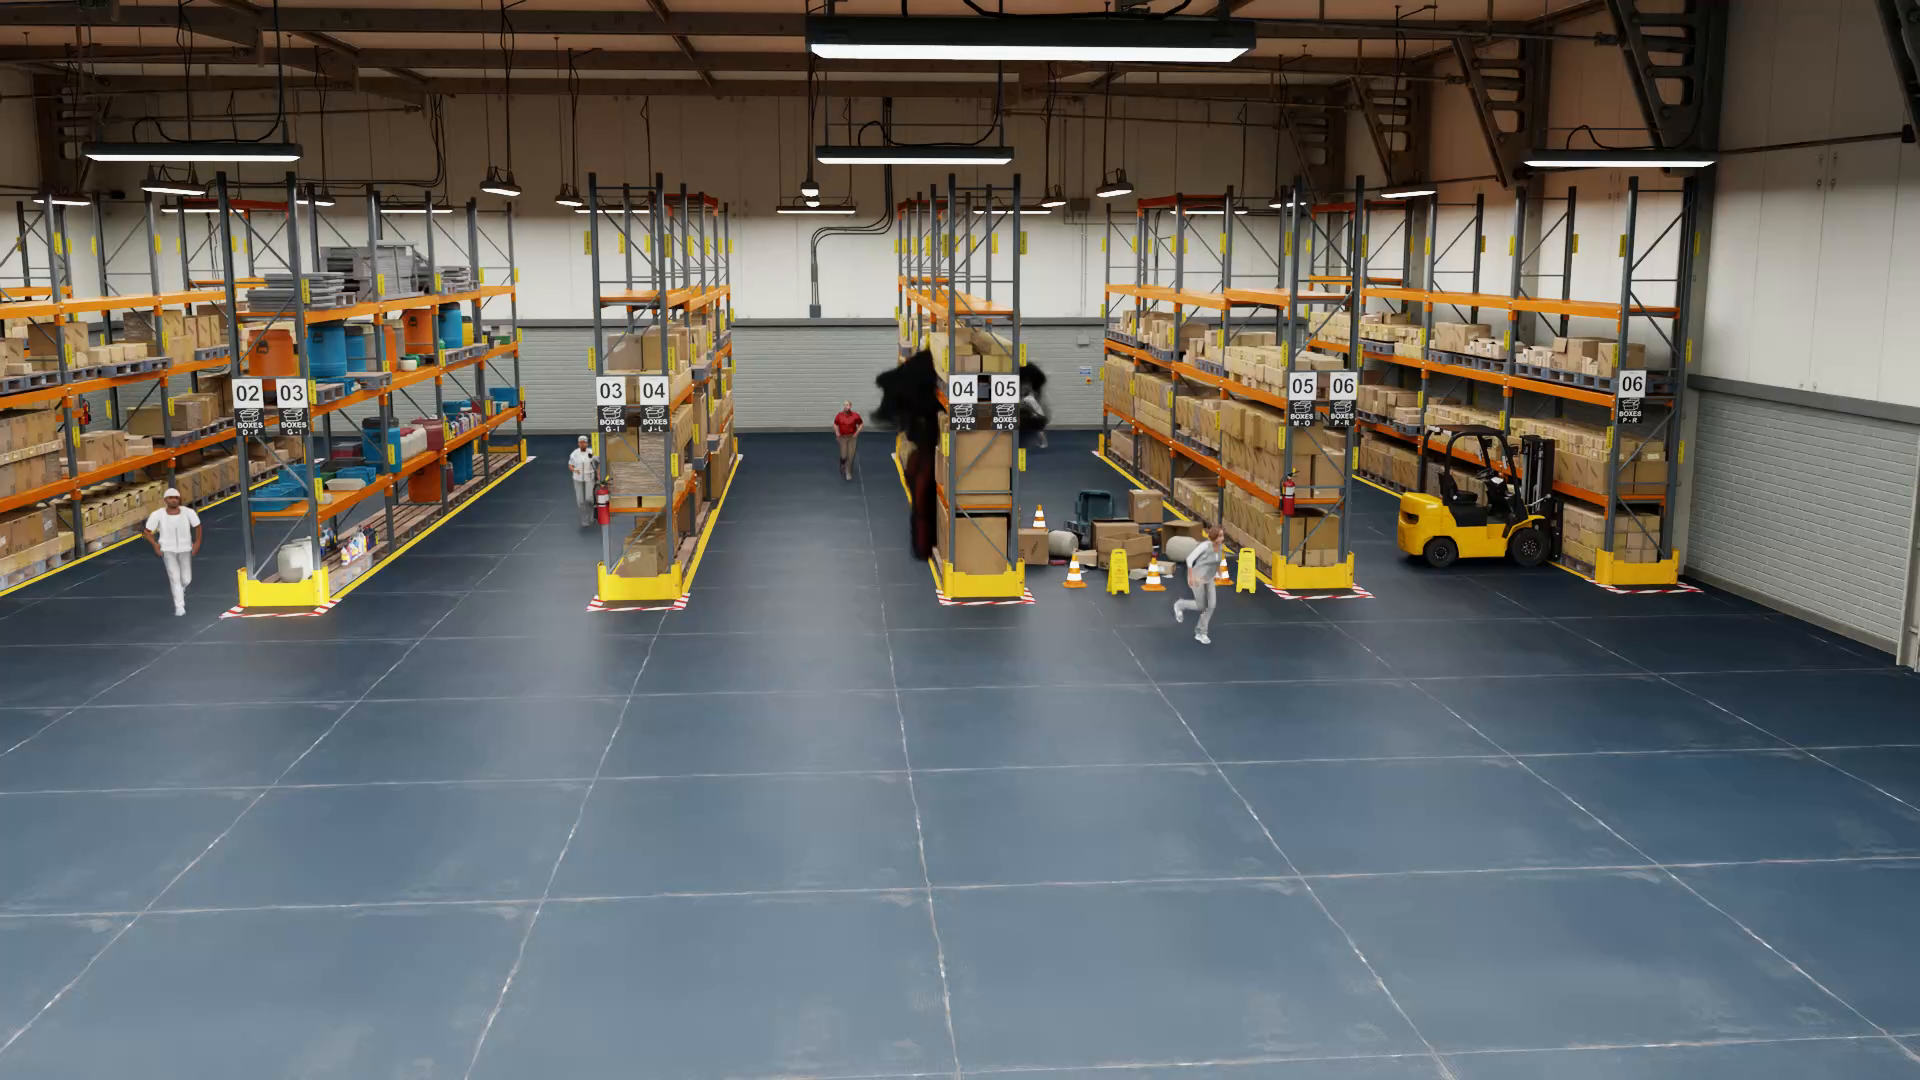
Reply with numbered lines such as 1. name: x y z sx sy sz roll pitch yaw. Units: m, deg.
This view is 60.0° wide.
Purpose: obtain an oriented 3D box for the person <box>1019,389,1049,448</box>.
1. person: 1.806 -3.064 41.757 0.860 1.493 0.602 -3 10 -15

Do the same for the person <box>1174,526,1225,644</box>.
1. person: 3.077 0.541 21.370 0.536 1.542 0.769 -10 14 -43

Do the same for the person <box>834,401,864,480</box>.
1. person: -2.425 -2.177 36.218 0.653 1.700 0.645 0 10 0

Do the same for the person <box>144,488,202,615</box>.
1. person: -10.864 0.135 23.023 0.731 1.737 0.714 -7 12 -35

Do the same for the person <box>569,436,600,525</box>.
1. person: -6.773 -1.069 30.050 0.592 1.629 0.577 0 10 -2
